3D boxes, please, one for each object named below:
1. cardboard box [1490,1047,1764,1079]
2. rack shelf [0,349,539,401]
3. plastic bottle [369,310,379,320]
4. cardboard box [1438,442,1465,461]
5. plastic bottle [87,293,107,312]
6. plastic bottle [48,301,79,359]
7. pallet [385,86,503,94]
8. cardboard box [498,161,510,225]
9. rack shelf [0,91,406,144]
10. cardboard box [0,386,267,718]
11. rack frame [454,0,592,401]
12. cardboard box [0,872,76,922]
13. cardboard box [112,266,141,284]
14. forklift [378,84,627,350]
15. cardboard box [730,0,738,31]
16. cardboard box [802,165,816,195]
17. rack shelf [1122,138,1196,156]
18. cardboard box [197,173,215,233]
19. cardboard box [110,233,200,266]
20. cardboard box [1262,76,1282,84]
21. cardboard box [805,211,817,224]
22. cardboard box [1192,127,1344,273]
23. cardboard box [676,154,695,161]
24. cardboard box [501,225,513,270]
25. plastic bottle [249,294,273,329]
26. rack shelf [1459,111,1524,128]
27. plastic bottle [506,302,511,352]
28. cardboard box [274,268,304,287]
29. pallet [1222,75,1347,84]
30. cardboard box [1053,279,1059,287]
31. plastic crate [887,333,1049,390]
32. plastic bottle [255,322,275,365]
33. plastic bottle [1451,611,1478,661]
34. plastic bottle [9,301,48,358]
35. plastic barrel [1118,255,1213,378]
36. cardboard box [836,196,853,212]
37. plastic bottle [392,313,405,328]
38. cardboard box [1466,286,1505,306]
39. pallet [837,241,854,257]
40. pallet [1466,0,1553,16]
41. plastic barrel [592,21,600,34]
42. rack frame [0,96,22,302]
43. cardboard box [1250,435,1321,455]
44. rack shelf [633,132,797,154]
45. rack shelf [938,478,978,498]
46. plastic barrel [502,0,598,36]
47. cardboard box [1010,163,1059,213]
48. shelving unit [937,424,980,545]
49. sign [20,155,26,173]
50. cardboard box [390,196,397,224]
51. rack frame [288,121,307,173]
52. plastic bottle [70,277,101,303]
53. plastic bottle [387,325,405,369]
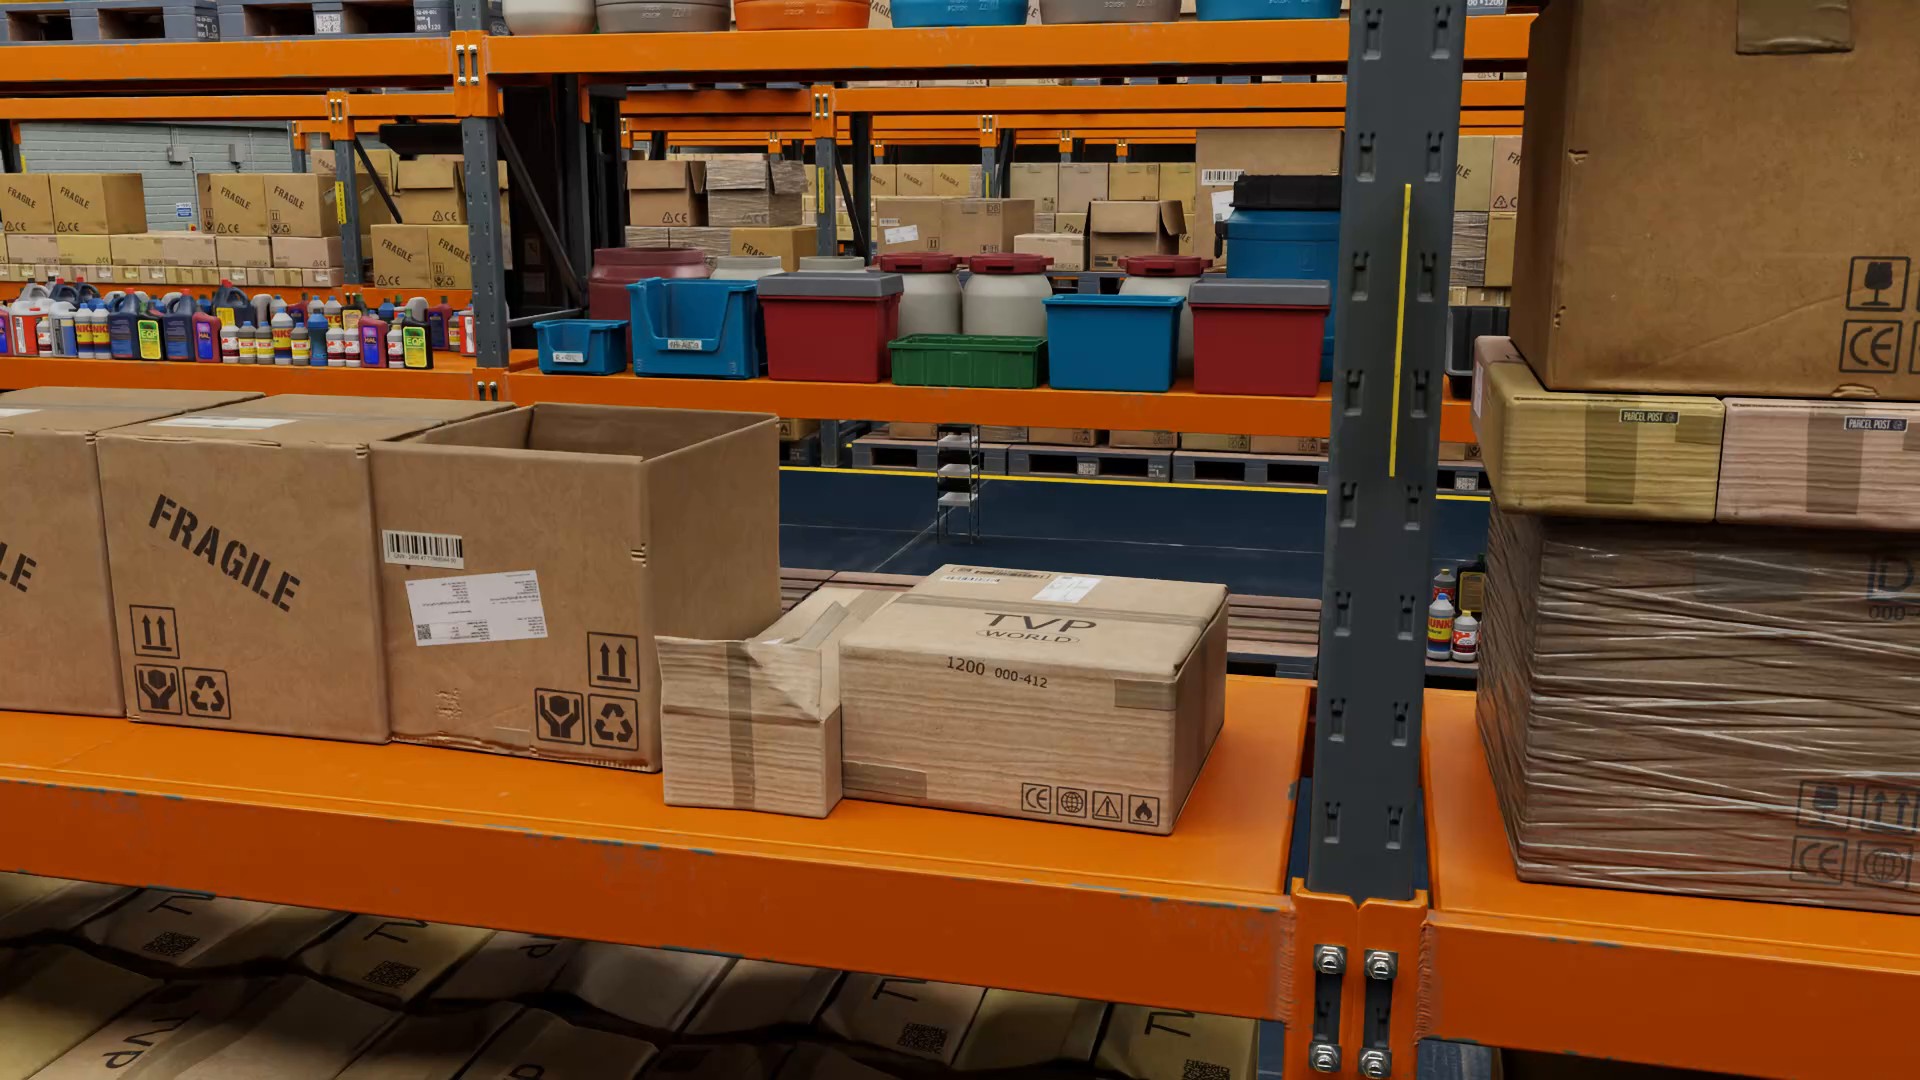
[{"bbox_3d":[0.997,1.034,2.294,0.500,0.500,0.500,3,13,14],"label":"cardboard box"},{"bbox_3d":[-4.013,-0.828,8.703,4.000,0.370,1.077,3,13,14],"label":"rack shelf"},{"bbox_3d":[-3.099,-1.112,8.779,0.097,0.201,0.097,0,13,0],"label":"plastic bottle"},{"bbox_3d":[3.377,-0.865,12.010,0.500,0.500,0.500,3,13,12],"label":"cardboard box"},{"bbox_3d":[-4.663,-1.196,8.995,0.097,0.271,0.097,0,13,0],"label":"plastic bottle"},{"bbox_3d":[-4.473,-1.059,8.367,0.135,0.276,0.152,3,13,14],"label":"plastic bottle"},{"bbox_3d":[-3.867,-3.659,13.316,1.217,0.209,0.805,3,13,11],"label":"pallet"},{"bbox_3d":[-3.483,-2.794,13.355,0.637,0.503,0.797,3,13,14],"label":"cardboard box"},{"bbox_3d":[-6.710,-3.542,14.009,4.000,0.370,1.077,3,13,14],"label":"rack shelf"},{"bbox_3d":[-1.629,0.000,3.076,0.500,0.500,0.500,2,13,10],"label":"cardboard box"},{"bbox_3d":[-2.072,-1.076,8.158,0.127,3.000,1.000,3,13,14],"label":"rack frame"},{"bbox_3d":[-2.188,0.830,3.651,0.500,0.311,0.500,3,13,13],"label":"cardboard box"},{"bbox_3d":[-6.893,-2.243,13.996,0.250,0.149,0.380,3,13,12],"label":"cardboard box"},{"bbox_3d":[-2.975,-1.614,10.743,3.031,2.935,1.130,4,13,16],"label":"forklift"},{"bbox_3d":[-1.494,-3.854,12.545,0.637,0.503,0.797,4,13,17],"label":"cardboard box"},{"bbox_3d":[-2.036,-4.863,22.686,0.500,0.500,0.500,3,13,14],"label":"cardboard box"},{"bbox_3d":[4.617,-6.255,26.236,4.000,0.370,1.077,3,13,14],"label":"rack shelf"},{"bbox_3d":[-6.155,-2.895,14.285,0.500,0.500,0.500,3,13,12],"label":"cardboard box"},{"bbox_3d":[-6.750,-2.445,13.986,0.500,0.250,0.500,3,13,12],"label":"cardboard box"},{"bbox_3d":[3.034,-4.610,16.310,0.500,0.250,0.500,3,13,13],"label":"cardboard box"},{"bbox_3d":[-1.440,-3.379,17.463,0.250,0.149,0.380,3,13,15],"label":"cardboard box"},{"bbox_3d":[2.261,-2.478,12.125,1.000,1.000,1.000,3,13,14],"label":"cardboard box"},{"bbox_3d":[-3.741,-5.278,23.061,0.250,0.149,0.380,3,13,13],"label":"cardboard box"},{"bbox_3d":[-3.408,-2.245,13.198,0.500,0.500,0.500,3,13,12],"label":"cardboard box"},{"bbox_3d":[-3.761,-1.178,8.903,0.135,0.276,0.152,3,13,14],"label":"plastic bottle"},{"bbox_3d":[6.227,-3.957,15.879,4.000,0.370,1.077,3,13,14],"label":"rack shelf"},{"bbox_3d":[-2.414,-1.106,8.579,0.135,0.276,0.152,3,13,14],"label":"plastic bottle"},{"bbox_3d":[-5.393,-2.163,13.636,0.250,0.149,0.380,3,13,15],"label":"cardboard box"},{"bbox_3d":[2.425,-3.337,11.857,1.003,0.211,1.213,3,13,14],"label":"pallet"},{"bbox_3d":[0.839,-3.422,22.670,0.875,0.875,0.875,3,13,13],"label":"cardboard box"},{"bbox_3d":[0.053,-0.796,7.385,0.662,0.188,0.450,3,13,14],"label":"plastic crate"},{"bbox_3d":[-3.371,-0.957,8.082,0.097,0.201,0.097,0,13,0],"label":"plastic bottle"},{"bbox_3d":[2.115,0.397,6.964,0.097,0.201,0.097,0,13,0],"label":"plastic bottle"},{"bbox_3d":[-4.698,-1.071,8.421,0.135,0.276,0.152,3,13,14],"label":"plastic bottle"},{"bbox_3d":[0.936,-1.030,7.639,0.433,0.535,0.433,0,13,0],"label":"plastic barrel"},{"bbox_3d":[-1.175,-3.511,17.370,0.250,0.149,0.380,3,13,14],"label":"cardboard box"},{"bbox_3d":[-2.875,-1.066,8.572,0.097,0.201,0.097,0,13,0],"label":"plastic bottle"},{"bbox_3d":[3.624,-1.690,11.505,0.250,0.149,0.380,3,13,14],"label":"cardboard box"},{"bbox_3d":[-1.530,-3.156,17.975,1.213,0.211,1.003,3,13,14],"label":"pallet"},{"bbox_3d":[2.536,-2.224,6.841,1.003,0.211,1.213,3,13,14],"label":"pallet"},{"bbox_3d":[-1.820,-2.462,7.840,0.294,0.245,0.294,0,13,0],"label":"plastic barrel"},{"bbox_3d":[-8.652,-2.533,14.723,0.127,3.000,1.000,3,13,14],"label":"rack frame"},{"bbox_3d":[2.408,-0.941,12.304,0.500,0.500,0.700,2,13,9],"label":"cardboard box"},{"bbox_3d":[-4.336,-5.626,23.402,4.000,0.370,1.077,3,13,14],"label":"rack shelf"},{"bbox_3d":[-0.008,-0.319,10.165,0.200,0.077,0.258,3,13,14],"label":"rack shelf"},{"bbox_3d":[-1.844,-2.514,7.458,0.421,0.512,0.421,0,13,0],"label":"plastic barrel"},{"bbox_3d":[0.835,-3.667,17.296,0.500,0.500,0.700,3,13,13],"label":"cardboard box"},{"bbox_3d":[-0.008,-0.440,10.138,0.210,0.900,0.258,3,13,14],"label":"shelving unit"},{"bbox_3d":[-8.508,-3.327,15.083,0.005,0.325,0.100,3,13,14],"label":"sign"},{"bbox_3d":[-6.470,-3.661,18.890,0.500,0.500,0.500,3,13,14],"label":"cardboard box"},{"bbox_3d":[-7.365,-3.570,19.401,0.127,3.000,1.000,3,13,14],"label":"rack frame"},{"bbox_3d":[-4.805,-1.271,9.151,0.185,0.351,0.144,3,13,14],"label":"plastic bottle"},{"bbox_3d":[-2.674,-0.920,7.914,0.097,0.201,0.097,0,13,0],"label":"plastic bottle"}]
